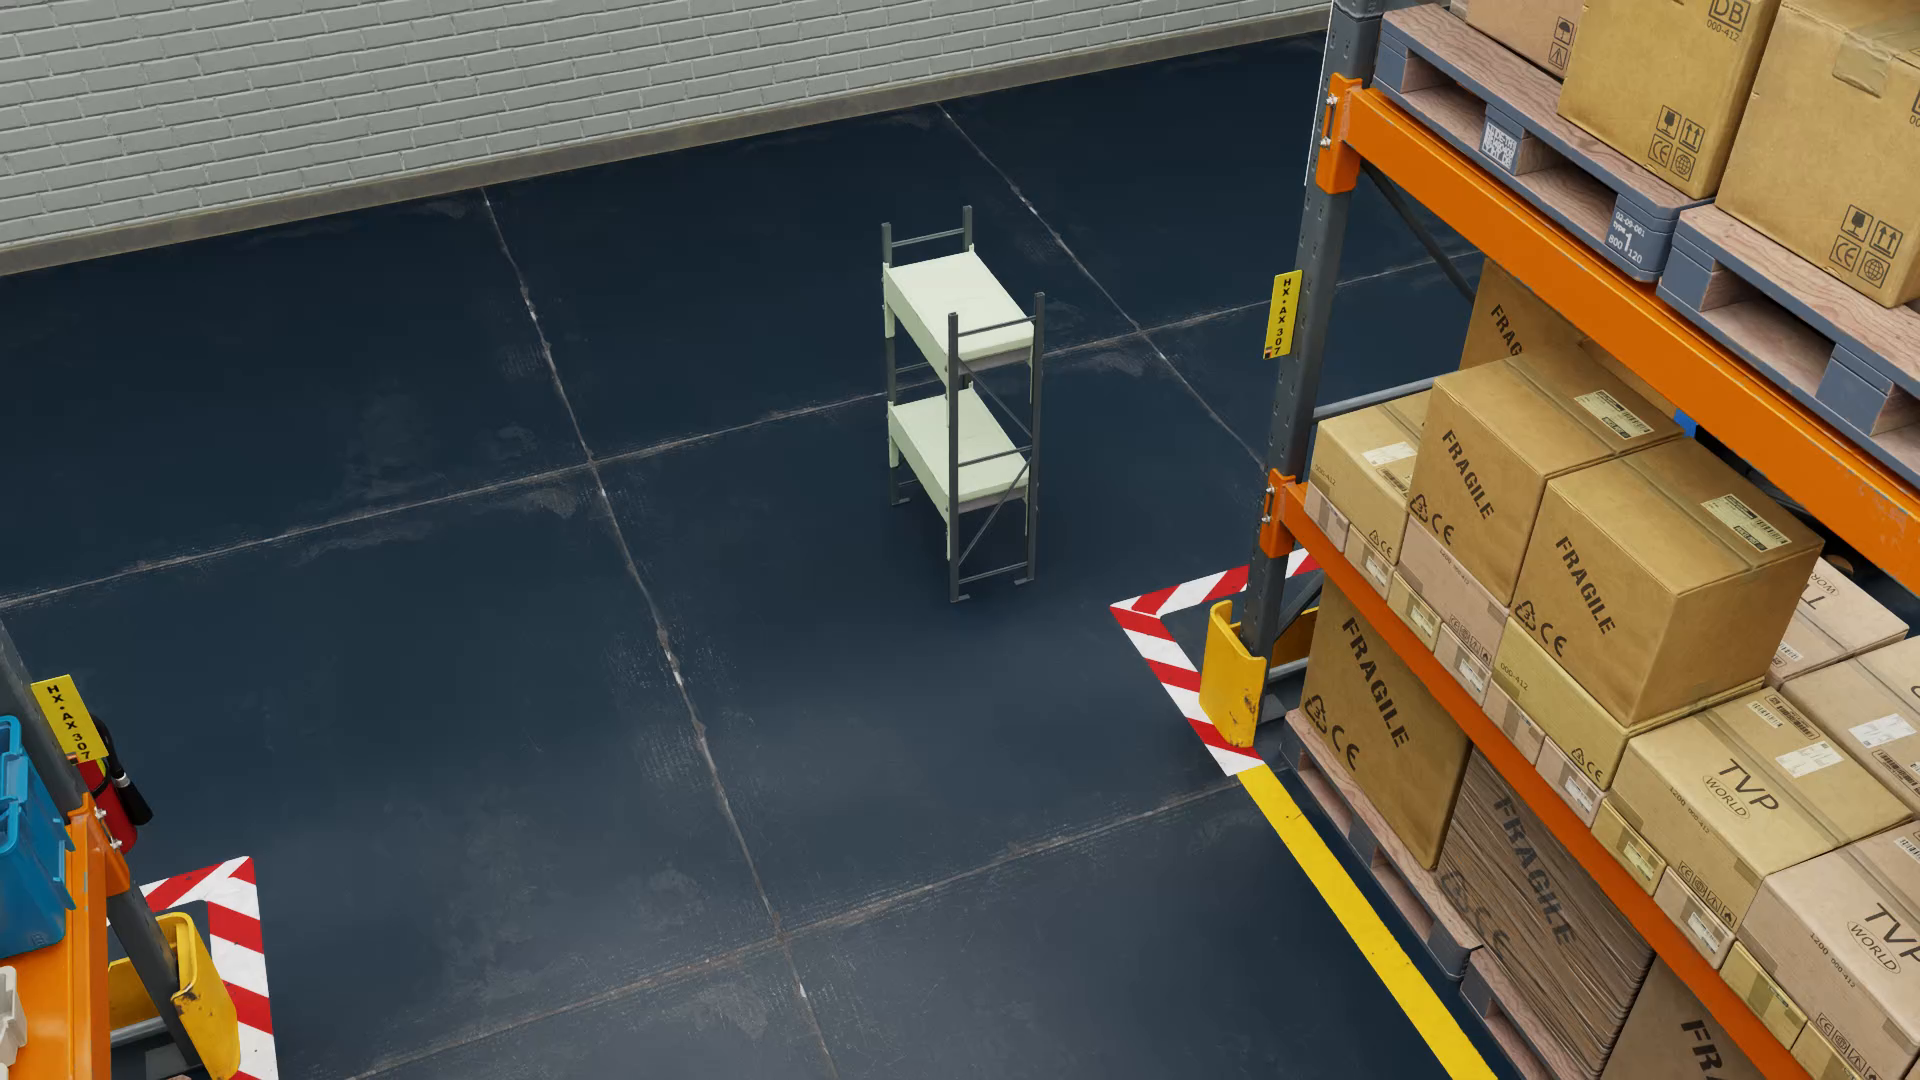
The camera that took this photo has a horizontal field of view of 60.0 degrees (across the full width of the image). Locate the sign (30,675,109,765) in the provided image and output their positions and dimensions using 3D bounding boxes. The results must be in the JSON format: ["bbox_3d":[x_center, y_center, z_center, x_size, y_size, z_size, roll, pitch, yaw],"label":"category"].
[{"bbox_3d":[-2.490,0.506,4.654,0.100,0.325,0.005,-15,43,-17],"label":"sign"}]

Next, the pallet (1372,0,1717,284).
[{"bbox_3d":[1.877,-1.180,4.508,1.003,0.211,1.213,-15,43,-17],"label":"pallet"}]

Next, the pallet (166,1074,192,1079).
[{"bbox_3d":[-2.713,2.279,4.857,1.003,0.211,1.213,-15,43,-17],"label":"pallet"}]

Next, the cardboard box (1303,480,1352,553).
[{"bbox_3d":[1.415,-0.129,5.711,0.380,0.149,0.250,-15,43,-16],"label":"cardboard box"}]

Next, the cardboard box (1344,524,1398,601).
[{"bbox_3d":[1.514,0.025,5.532,0.380,0.149,0.250,-16,43,-17],"label":"cardboard box"}]

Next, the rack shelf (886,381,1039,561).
[{"bbox_3d":[0.003,-0.317,7.387,0.431,0.370,0.720,-15,43,-17],"label":"rack shelf"}]

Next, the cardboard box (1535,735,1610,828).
[{"bbox_3d":[1.909,0.645,4.811,0.380,0.149,0.250,-16,43,-17],"label":"cardboard box"}]

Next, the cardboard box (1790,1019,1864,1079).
[{"bbox_3d":[2.301,1.262,4.093,0.380,0.149,0.250,-14,43,-16],"label":"cardboard box"}]

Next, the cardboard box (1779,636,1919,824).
[{"bbox_3d":[2.606,0.574,4.587,0.500,0.250,0.500,-15,43,-17],"label":"cardboard box"}]

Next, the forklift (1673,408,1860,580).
[{"bbox_3d":[3.957,-1.270,6.898,3.031,2.935,1.130,27,48,28],"label":"forklift"}]

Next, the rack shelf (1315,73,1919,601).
[{"bbox_3d":[2.349,-0.180,3.829,1.077,0.370,4.000,-15,43,-17],"label":"rack shelf"}]

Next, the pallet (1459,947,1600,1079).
[{"bbox_3d":[2.425,1.733,5.492,1.003,0.211,1.213,-15,43,-17],"label":"pallet"}]

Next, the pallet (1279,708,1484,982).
[{"bbox_3d":[1.962,0.999,6.345,1.003,0.211,1.213,-15,43,-17],"label":"pallet"}]

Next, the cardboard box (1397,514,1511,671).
[{"bbox_3d":[1.723,0.091,5.149,0.500,0.250,0.500,-16,43,-17],"label":"cardboard box"}]

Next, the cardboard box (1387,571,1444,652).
[{"bbox_3d":[1.612,0.179,5.352,0.380,0.149,0.250,-16,43,-18],"label":"cardboard box"}]

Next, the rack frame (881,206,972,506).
[{"bbox_3d":[-0.137,-0.785,7.431,0.400,1.500,0.023,-15,43,-17],"label":"rack frame"}]

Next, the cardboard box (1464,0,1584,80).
[{"bbox_3d":[1.832,-1.593,4.445,0.700,0.500,0.500,-18,44,-19],"label":"cardboard box"}]

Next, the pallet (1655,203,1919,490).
[{"bbox_3d":[2.348,-0.444,3.652,1.003,0.211,1.213,-15,43,-17],"label":"pallet"}]

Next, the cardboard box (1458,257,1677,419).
[{"bbox_3d":[2.013,-0.633,5.416,0.500,0.500,0.500,-15,43,-16],"label":"cardboard box"}]

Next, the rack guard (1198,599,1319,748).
[{"bbox_3d":[1.575,0.413,6.805,1.175,0.500,0.348,-15,43,-17],"label":"rack guard"}]

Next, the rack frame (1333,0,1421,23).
[{"bbox_3d":[1.584,-2.795,4.017,1.000,3.000,0.127,-15,43,-17],"label":"rack frame"}]

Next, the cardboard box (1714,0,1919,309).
[{"bbox_3d":[2.179,-0.925,3.667,0.700,0.500,0.500,-18,44,-20],"label":"cardboard box"}]

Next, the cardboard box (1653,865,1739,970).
[{"bbox_3d":[2.106,0.955,4.451,0.380,0.149,0.250,-14,43,-16],"label":"cardboard box"}]

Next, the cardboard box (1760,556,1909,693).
[{"bbox_3d":[2.403,0.261,4.951,0.500,0.250,0.500,-17,43,-18],"label":"cardboard box"}]

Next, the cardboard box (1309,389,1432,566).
[{"bbox_3d":[1.518,-0.220,5.511,0.500,0.250,0.500,-16,43,-18],"label":"cardboard box"}]

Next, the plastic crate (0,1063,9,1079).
[{"bbox_3d":[-2.416,1.416,3.877,0.396,0.136,0.243,-15,43,-17],"label":"plastic crate"}]

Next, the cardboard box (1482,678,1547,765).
[{"bbox_3d":[1.810,0.489,4.992,0.380,0.149,0.250,-16,43,-18],"label":"cardboard box"}]

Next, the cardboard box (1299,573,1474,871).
[{"bbox_3d":[1.903,0.491,6.104,0.875,0.875,0.875,-15,43,-17],"label":"cardboard box"}]

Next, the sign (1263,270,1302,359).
[{"bbox_3d":[1.069,-0.744,5.509,0.100,0.325,0.005,-15,43,-17],"label":"sign"}]

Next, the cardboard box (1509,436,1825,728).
[{"bbox_3d":[1.913,0.107,4.555,0.500,0.500,0.500,-16,43,-18],"label":"cardboard box"}]

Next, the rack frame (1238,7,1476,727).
[{"bbox_3d":[1.584,-0.521,5.973,1.000,3.000,0.127,-15,43,-17],"label":"rack frame"}]

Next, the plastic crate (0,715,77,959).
[{"bbox_3d":[-2.692,0.834,4.325,0.616,0.435,0.499,-15,43,-17],"label":"plastic crate"}]

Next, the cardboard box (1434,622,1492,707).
[{"bbox_3d":[1.713,0.336,5.170,0.380,0.149,0.250,-16,43,-18],"label":"cardboard box"}]

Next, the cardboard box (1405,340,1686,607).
[{"bbox_3d":[1.709,-0.203,4.916,0.500,0.500,0.500,-16,43,-18],"label":"cardboard box"}]

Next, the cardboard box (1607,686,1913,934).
[{"bbox_3d":[2.116,0.708,4.432,0.500,0.250,0.500,-16,43,-18],"label":"cardboard box"}]

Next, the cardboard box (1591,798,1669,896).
[{"bbox_3d":[2.004,0.797,4.634,0.380,0.149,0.250,-16,43,-18],"label":"cardboard box"}]

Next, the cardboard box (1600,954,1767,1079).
[{"bbox_3d":[2.591,1.576,4.843,0.875,0.875,0.875,-15,43,-17],"label":"cardboard box"}]

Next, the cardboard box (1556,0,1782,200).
[{"bbox_3d":[1.936,-1.224,4.015,0.700,0.500,0.500,-17,43,-18],"label":"cardboard box"}]

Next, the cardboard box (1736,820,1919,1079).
[{"bbox_3d":[2.307,1.014,4.076,0.500,0.250,0.500,-14,43,-16],"label":"cardboard box"}]

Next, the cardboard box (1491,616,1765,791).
[{"bbox_3d":[1.912,0.395,4.796,0.500,0.250,0.500,-16,43,-18],"label":"cardboard box"}]

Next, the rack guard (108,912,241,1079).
[{"bbox_3d":[-3.014,1.652,5.365,1.175,0.500,0.348,-15,43,-17],"label":"rack guard"}]

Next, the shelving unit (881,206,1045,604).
[{"bbox_3d":[0.003,-0.565,7.175,0.431,1.500,0.755,-15,43,-17],"label":"shelving unit"}]

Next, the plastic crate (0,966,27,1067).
[{"bbox_3d":[-2.513,1.238,4.084,0.396,0.136,0.243,-15,43,-17],"label":"plastic crate"}]

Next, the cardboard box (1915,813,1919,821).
[{"bbox_3d":[2.787,0.873,4.240,0.500,0.250,0.500,-14,43,-16],"label":"cardboard box"}]

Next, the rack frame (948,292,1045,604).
[{"bbox_3d":[0.143,-0.344,6.919,0.400,1.500,0.023,-15,43,-17],"label":"rack frame"}]

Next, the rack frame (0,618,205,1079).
[{"bbox_3d":[-2.992,0.715,4.537,1.000,3.000,0.127,-15,43,-17],"label":"rack frame"}]

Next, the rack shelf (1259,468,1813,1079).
[{"bbox_3d":[2.349,0.957,4.807,1.077,0.370,4.000,-15,43,-17],"label":"rack shelf"}]

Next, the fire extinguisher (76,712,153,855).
[{"bbox_3d":[-2.630,0.681,4.921,0.296,0.674,0.183,-15,43,-17],"label":"fire extinguisher"}]

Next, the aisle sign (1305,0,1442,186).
[{"bbox_3d":[1.279,-1.475,5.089,0.394,0.787,0.004,-15,43,-17],"label":"aisle sign"}]

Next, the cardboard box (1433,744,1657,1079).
[{"bbox_3d":[2.251,1.040,5.467,0.875,0.875,0.875,-15,43,-17],"label":"cardboard box"}]

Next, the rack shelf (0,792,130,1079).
[{"bbox_3d":[-2.227,2.193,3.370,1.077,0.370,4.000,-15,43,-17],"label":"rack shelf"}]

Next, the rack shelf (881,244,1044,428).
[{"bbox_3d":[0.003,-0.861,6.920,0.431,0.370,0.720,-15,43,-17],"label":"rack shelf"}]

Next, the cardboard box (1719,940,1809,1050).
[{"bbox_3d":[2.203,1.108,4.272,0.380,0.149,0.250,-16,43,-18],"label":"cardboard box"}]
